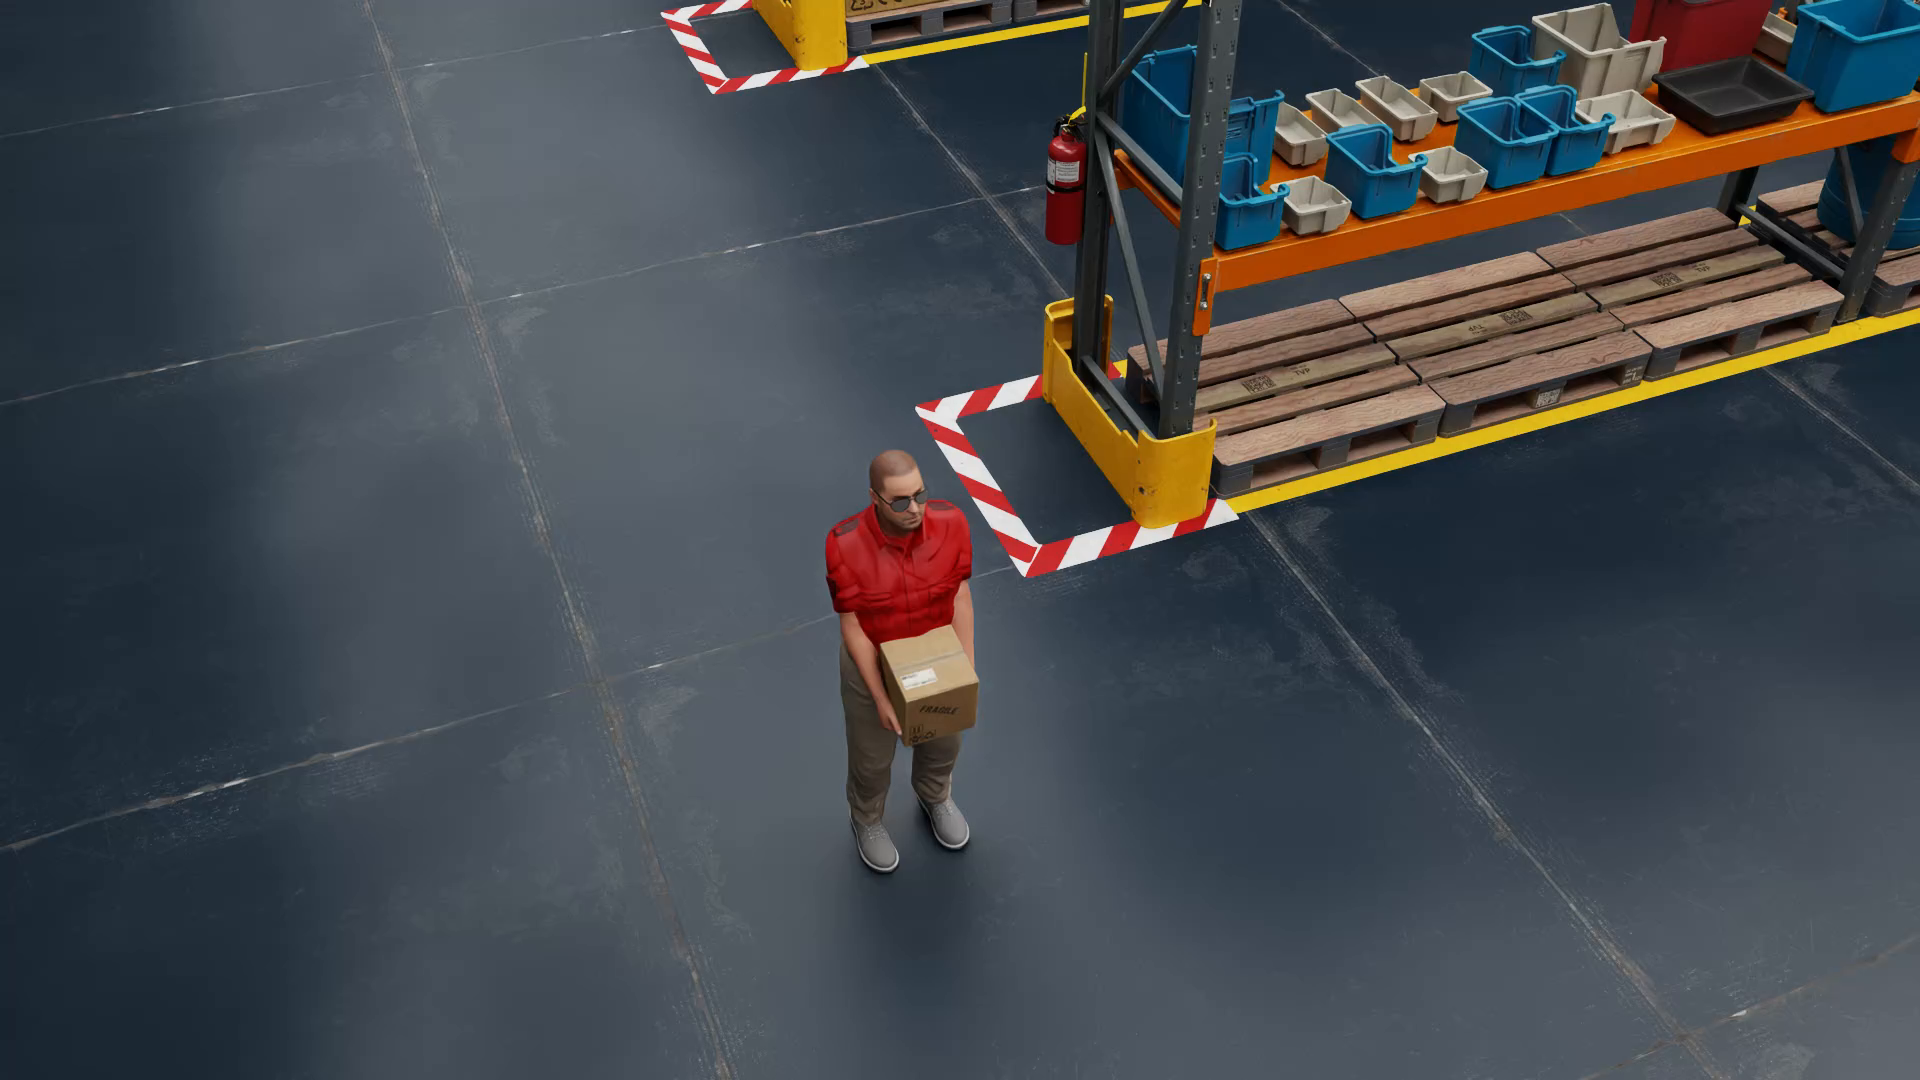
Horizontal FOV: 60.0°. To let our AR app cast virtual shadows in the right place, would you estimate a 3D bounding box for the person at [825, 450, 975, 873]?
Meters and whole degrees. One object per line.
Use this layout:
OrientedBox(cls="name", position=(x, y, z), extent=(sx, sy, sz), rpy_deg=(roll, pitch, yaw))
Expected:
OrientedBox(cls="person", position=(-0.155, 0.478, 5.641), extent=(0.493, 1.719, 0.538), rpy_deg=(-15, 44, -16))
